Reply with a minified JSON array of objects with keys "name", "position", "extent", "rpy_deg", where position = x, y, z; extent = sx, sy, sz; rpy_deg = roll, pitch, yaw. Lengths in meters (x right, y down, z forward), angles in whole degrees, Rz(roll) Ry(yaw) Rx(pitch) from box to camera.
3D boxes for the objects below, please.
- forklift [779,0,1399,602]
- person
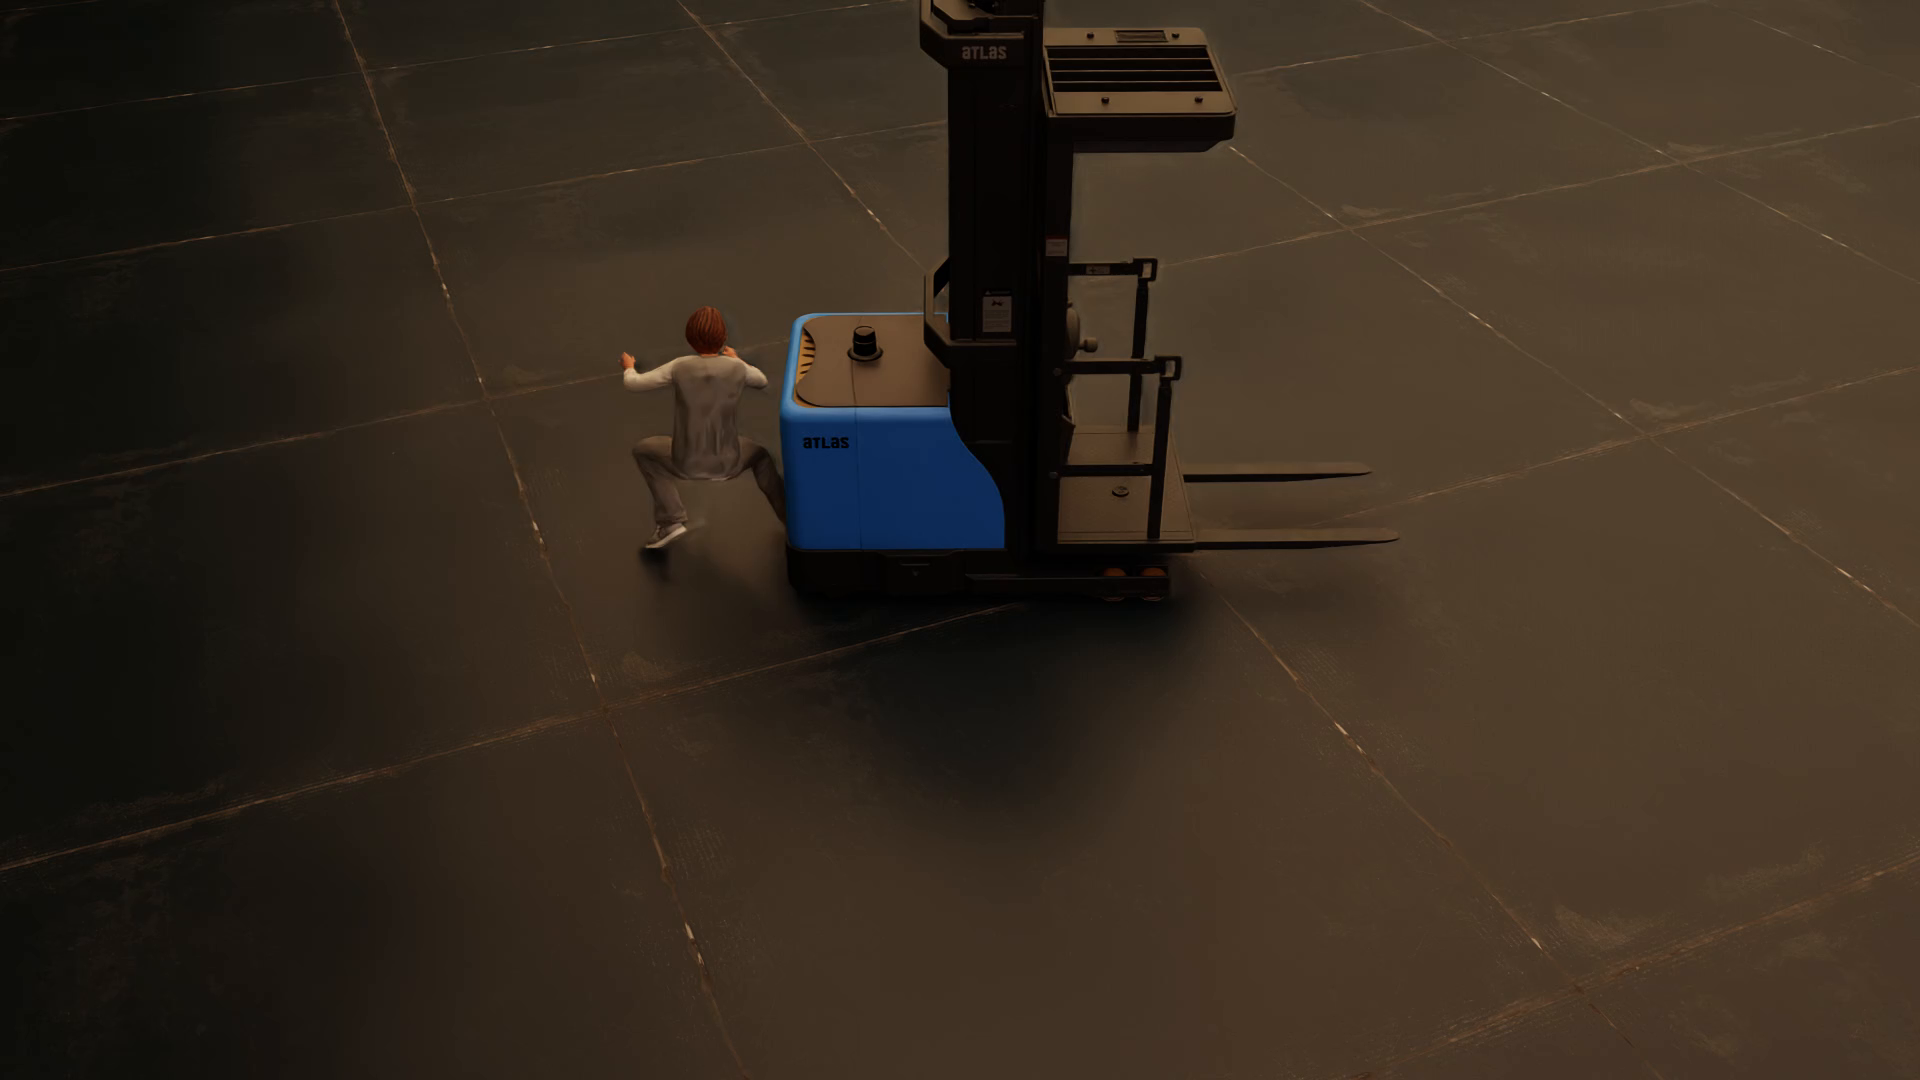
[{"name":"forklift","position":[0.660,-1.200,7.786],"extent":[3.031,2.935,1.130],"rpy_deg":[0,35,-1]},{"name":"person","position":[-1.236,-0.574,8.242],"extent":[0.857,1.370,0.678],"rpy_deg":[-5,36,-6]}]
